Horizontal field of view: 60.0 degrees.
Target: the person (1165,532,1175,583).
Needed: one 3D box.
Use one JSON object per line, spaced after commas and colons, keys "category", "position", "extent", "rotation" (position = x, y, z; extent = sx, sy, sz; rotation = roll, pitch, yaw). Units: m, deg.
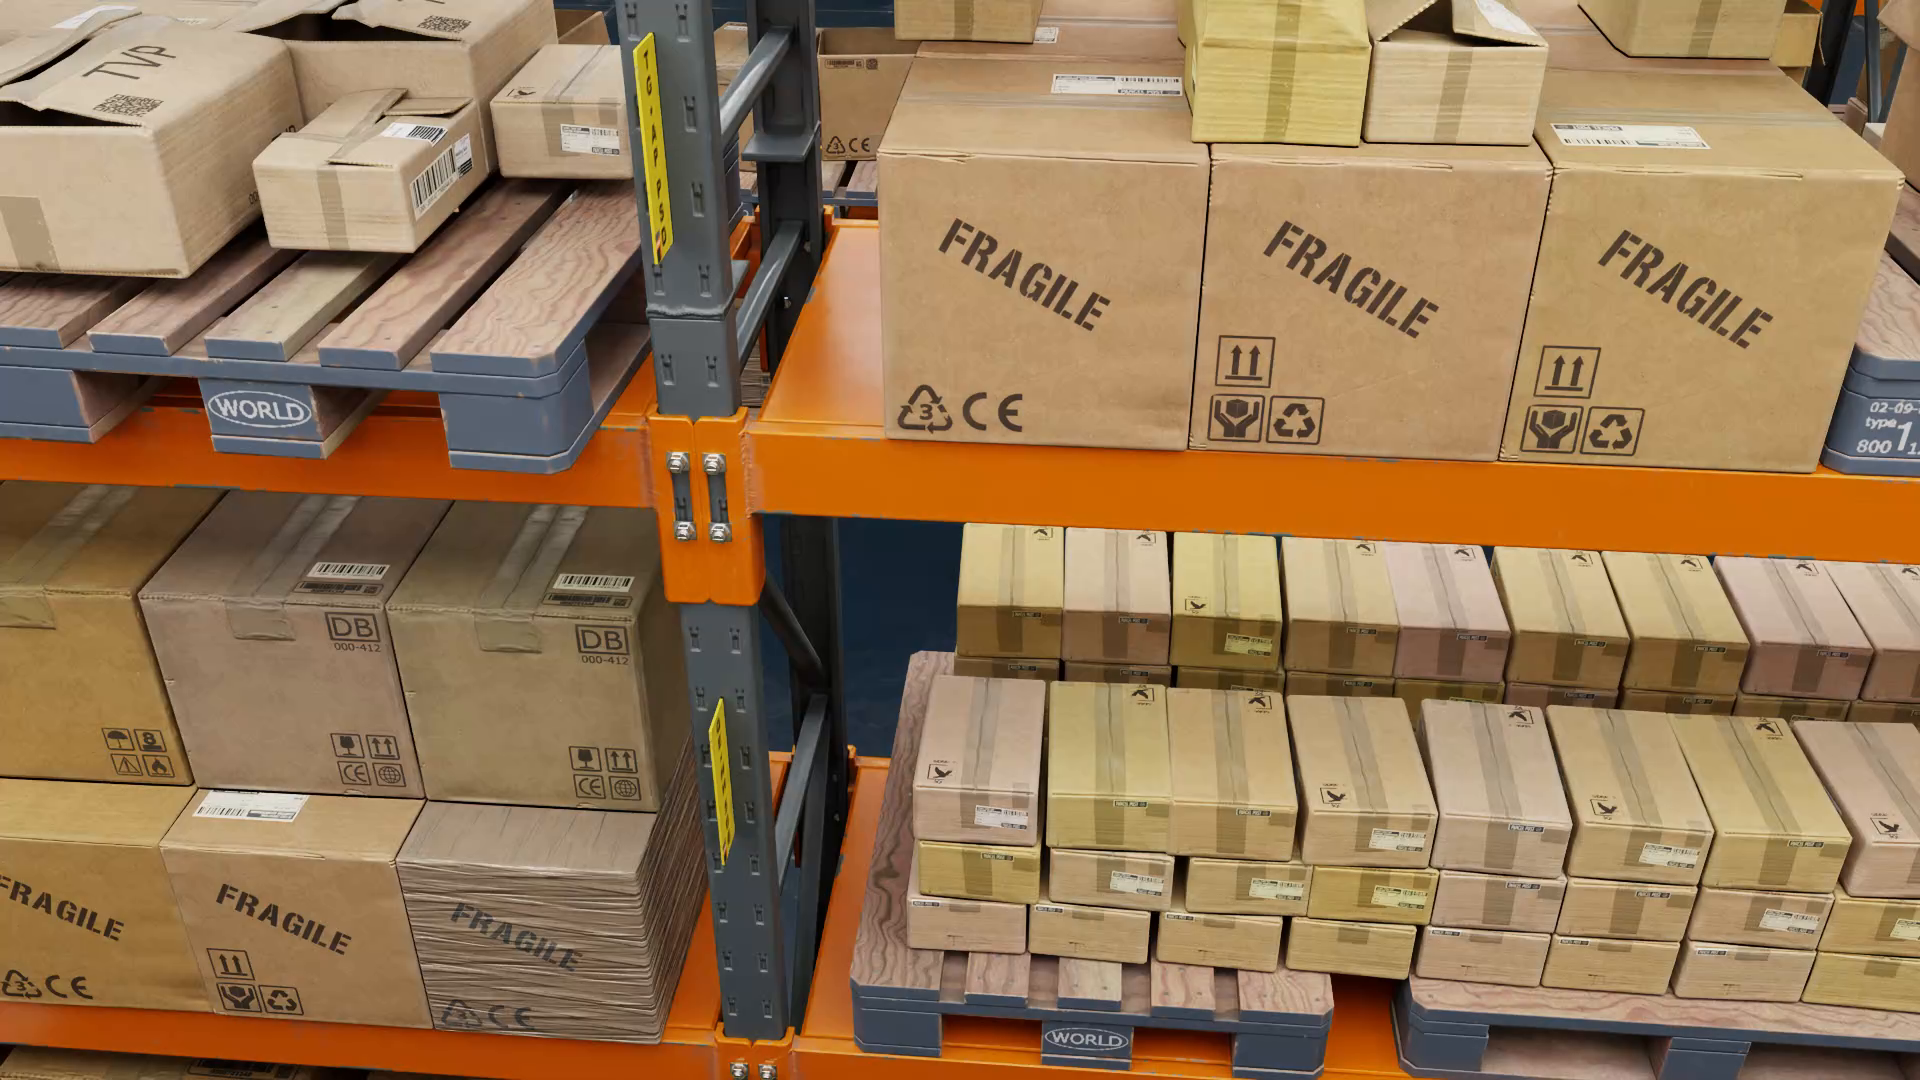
{"category": "person", "position": [0.851, -0.477, 6.925], "extent": [0.425, 1.775, 0.606], "rotation": [2, 32, 2]}
